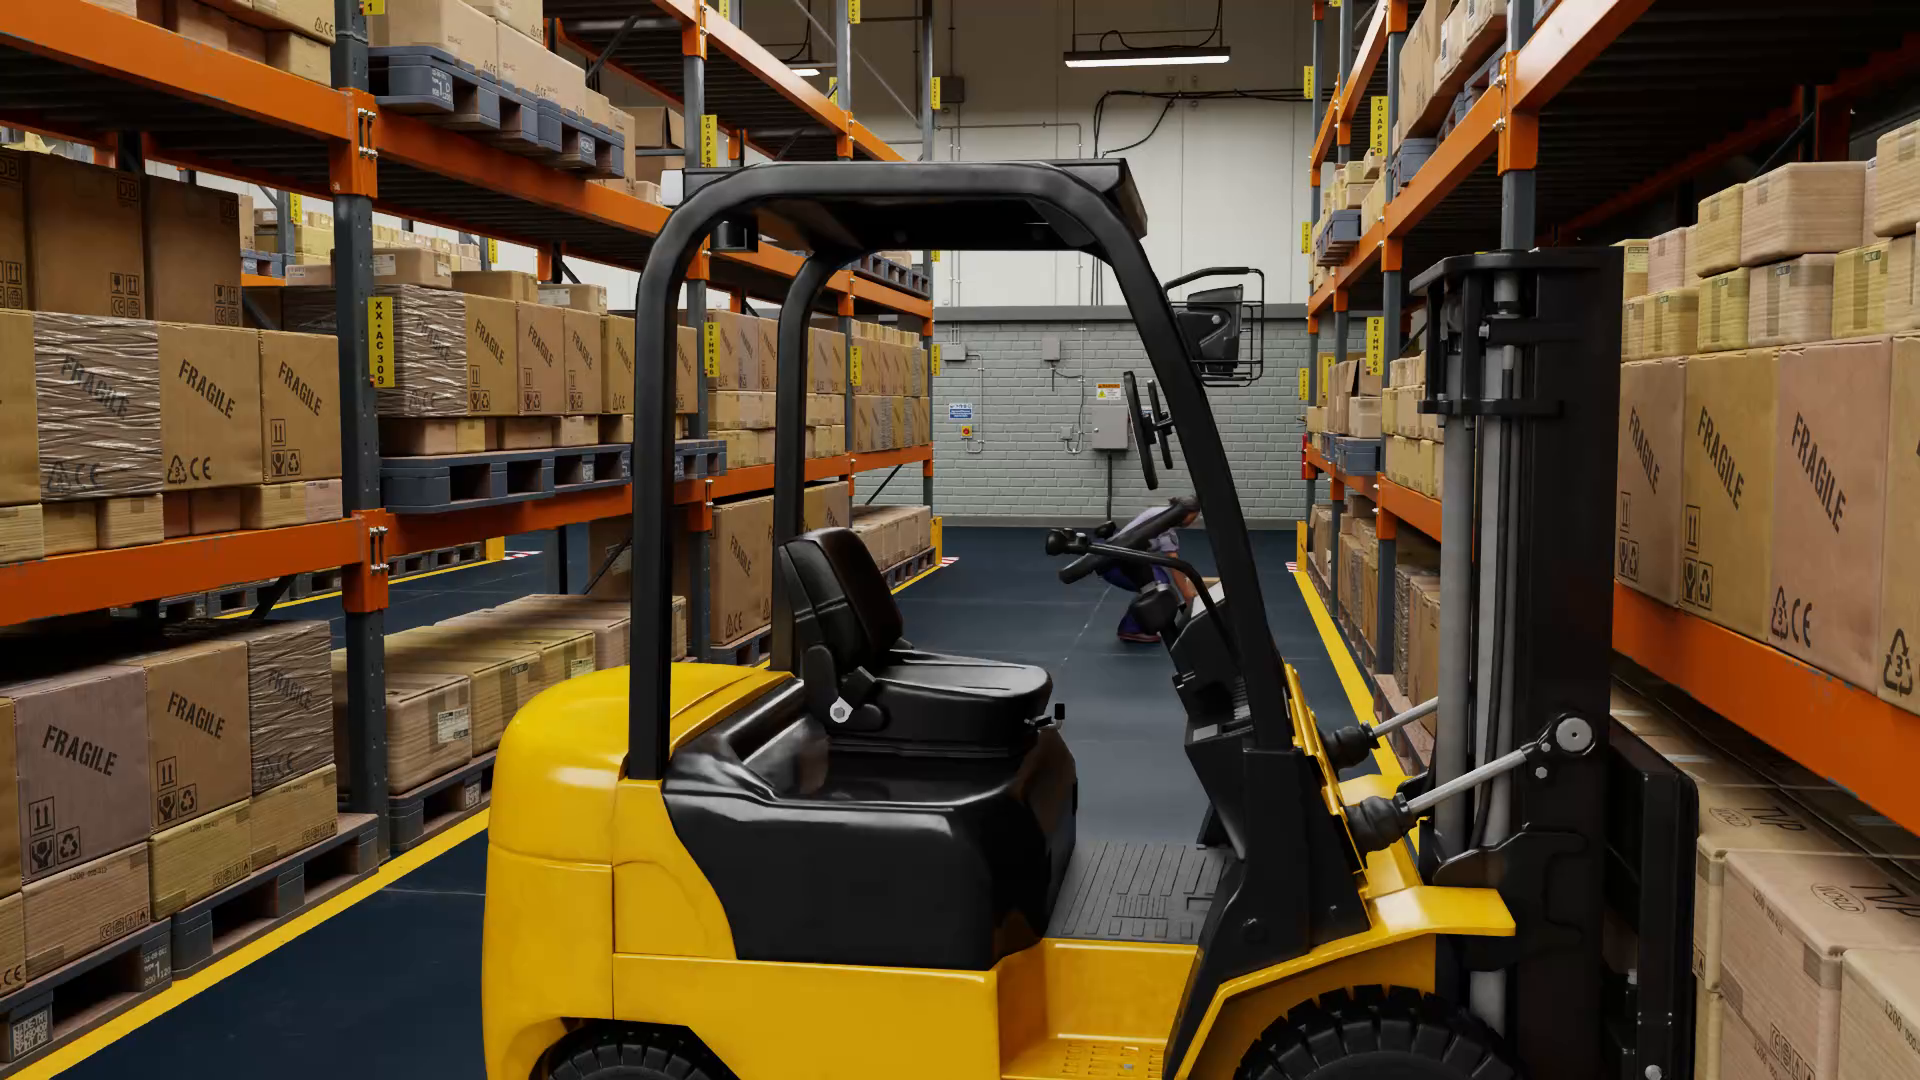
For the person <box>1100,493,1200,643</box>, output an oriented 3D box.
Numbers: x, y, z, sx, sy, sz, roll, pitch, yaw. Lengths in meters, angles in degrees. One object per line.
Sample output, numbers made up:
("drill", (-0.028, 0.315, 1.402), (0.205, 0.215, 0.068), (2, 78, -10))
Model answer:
("person", (1.365, 0.196, 12.167), (0.773, 1.076, 0.530), (1, 5, 8))
